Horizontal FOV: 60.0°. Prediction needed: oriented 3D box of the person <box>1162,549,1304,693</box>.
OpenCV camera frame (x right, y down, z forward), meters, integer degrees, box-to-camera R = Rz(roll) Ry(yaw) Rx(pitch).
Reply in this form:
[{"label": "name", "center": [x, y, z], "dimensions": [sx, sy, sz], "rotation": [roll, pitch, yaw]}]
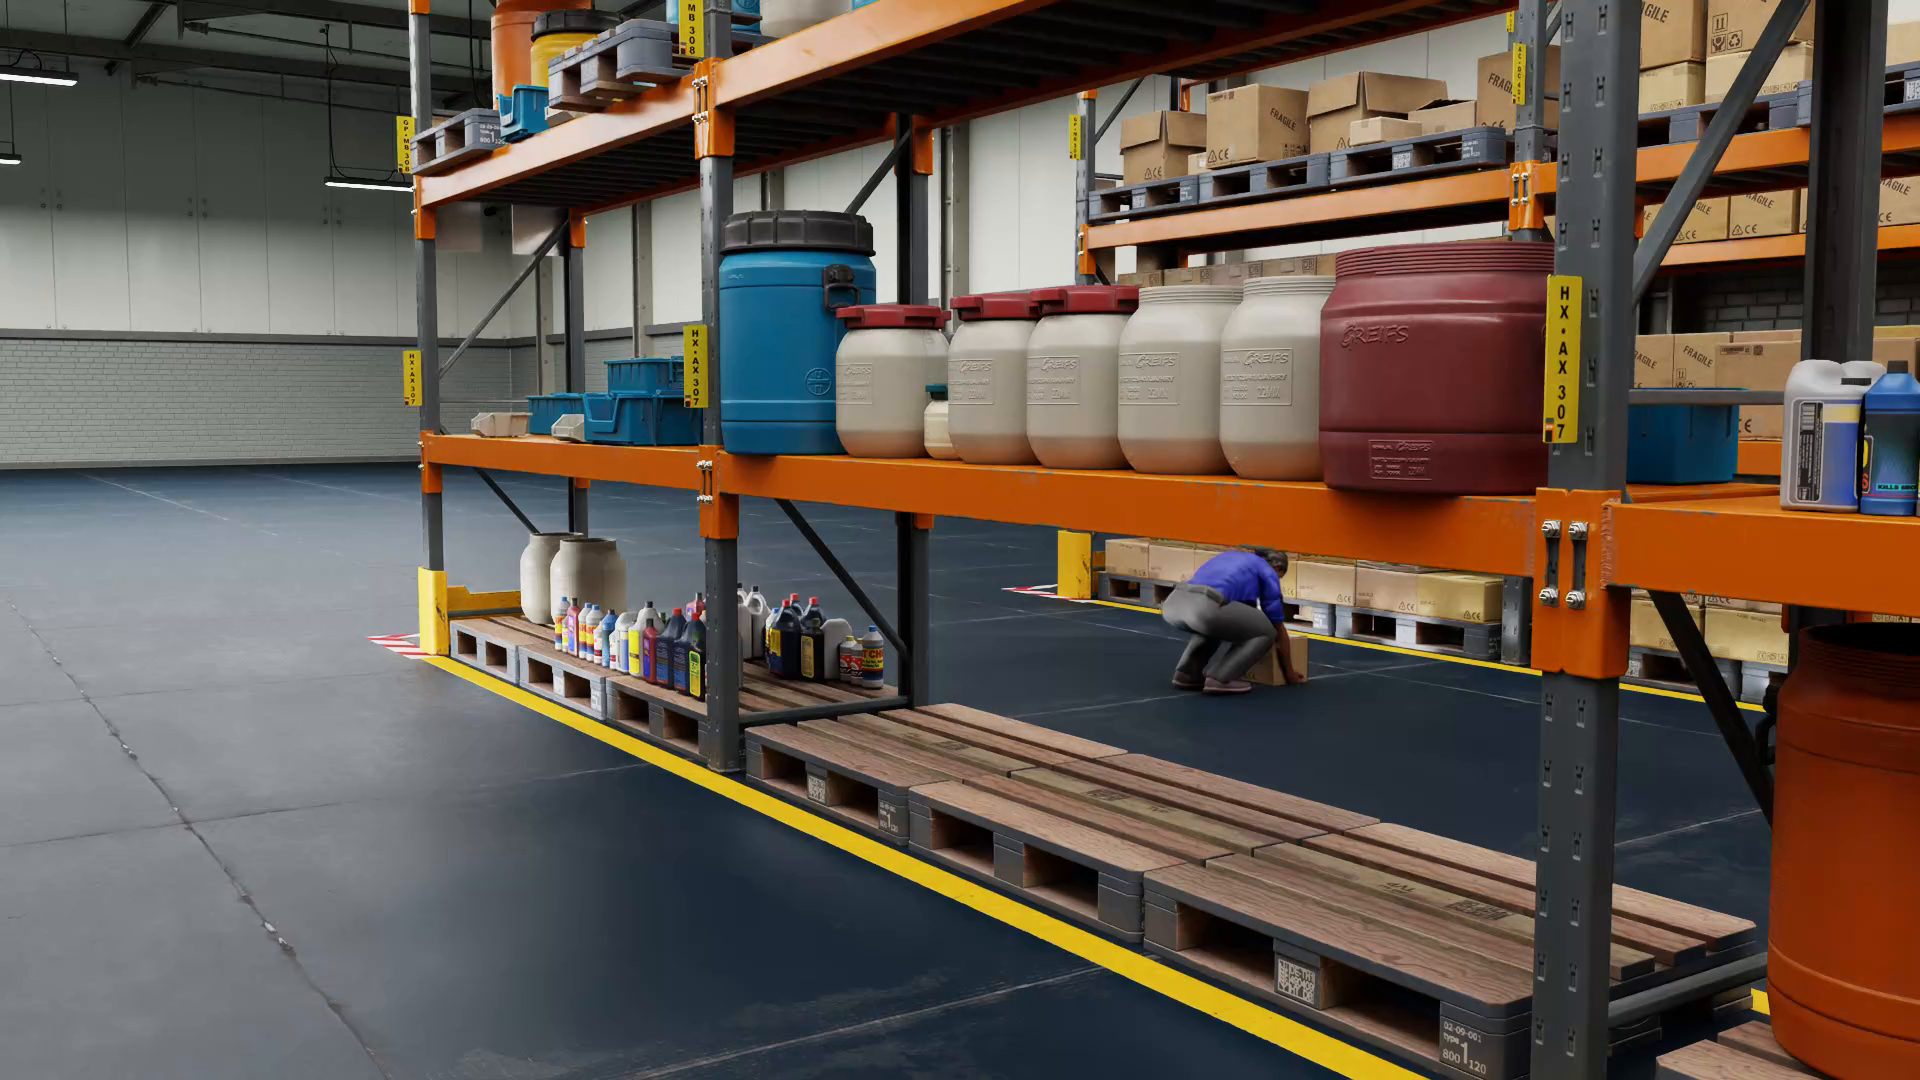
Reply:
[{"label": "person", "center": [1.436, 0.422, 8.745], "dimensions": [0.843, 0.768, 0.461], "rotation": [-3, 6, -35]}]
